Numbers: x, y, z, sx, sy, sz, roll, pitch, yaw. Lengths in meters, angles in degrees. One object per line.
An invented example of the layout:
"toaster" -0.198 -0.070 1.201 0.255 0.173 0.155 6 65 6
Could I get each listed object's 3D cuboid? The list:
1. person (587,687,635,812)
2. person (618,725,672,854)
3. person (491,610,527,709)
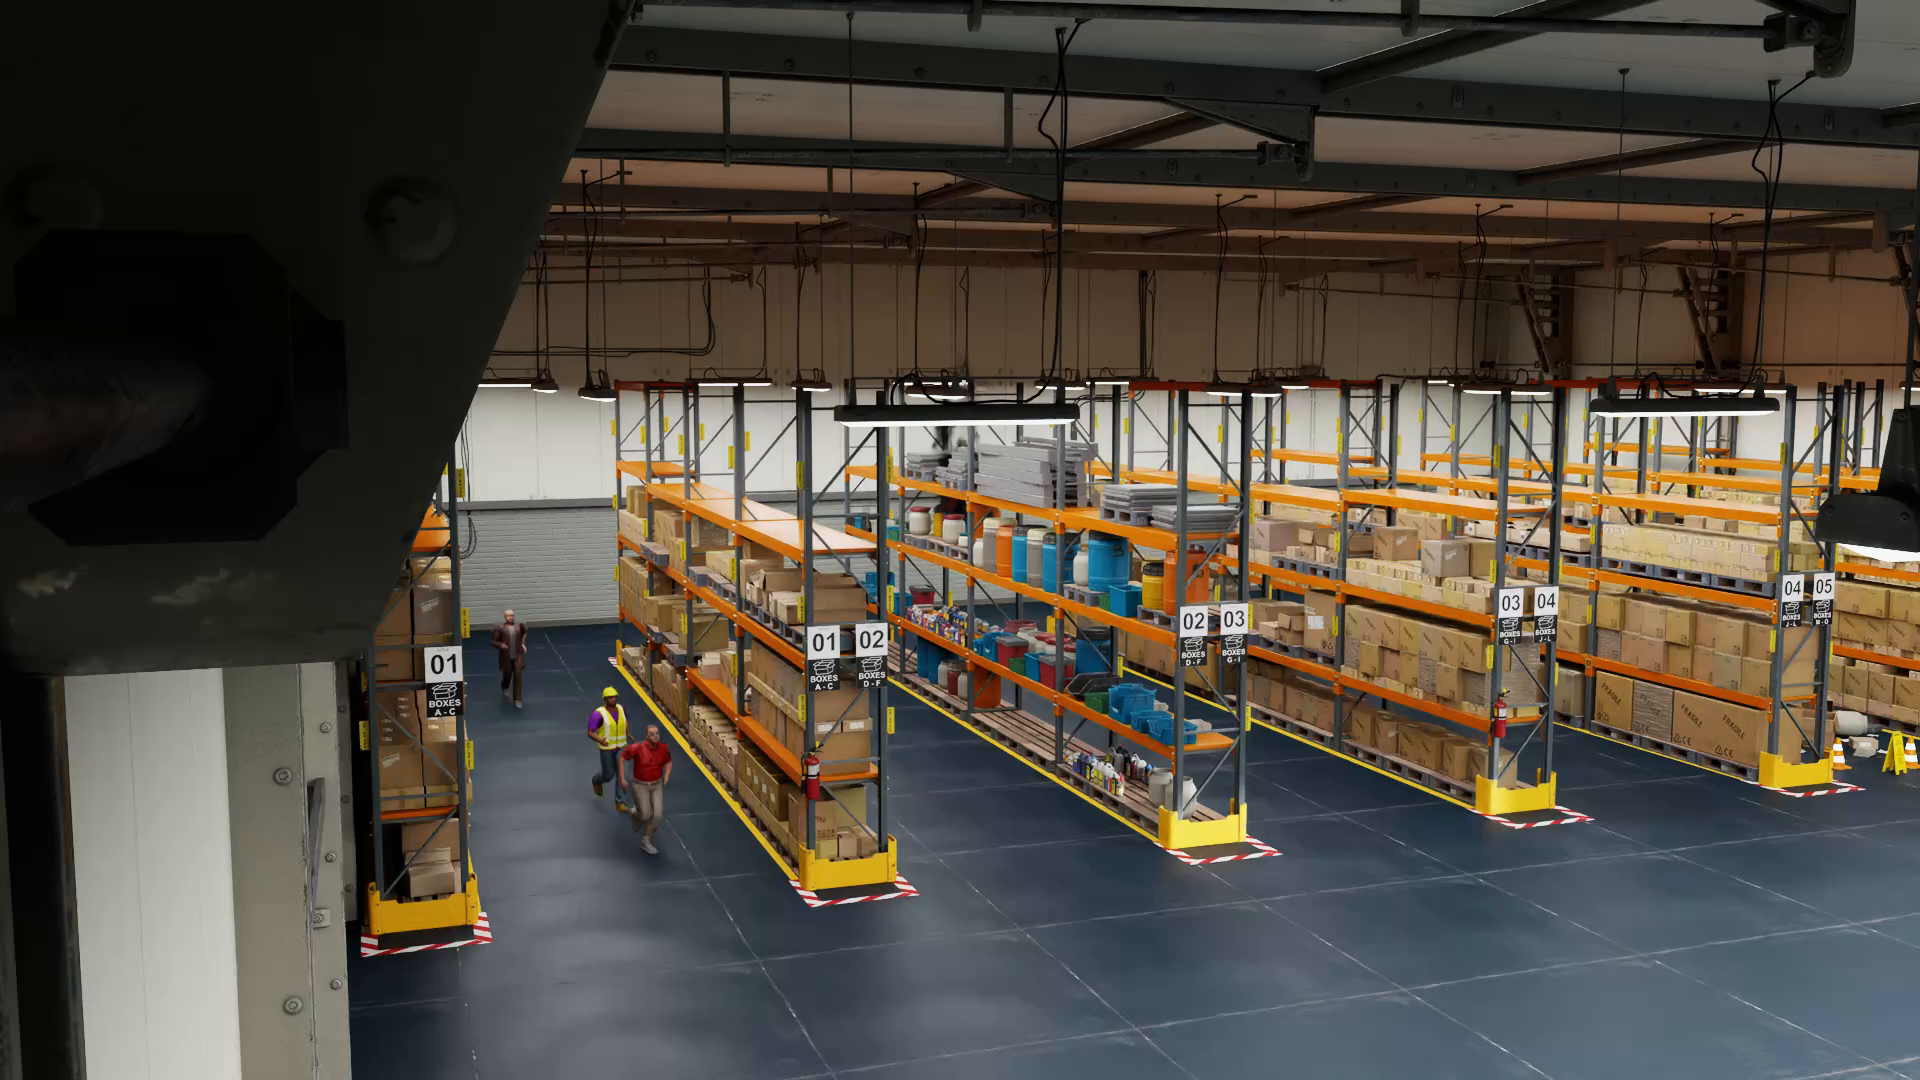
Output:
"person" -4.969 2.958 23.720 0.707 1.745 0.877 -5 8 -39
"person" -4.074 3.231 21.660 0.702 1.686 0.704 -4 7 -35
"person" -8.345 2.181 30.882 0.707 1.790 1.042 -3 7 -26
